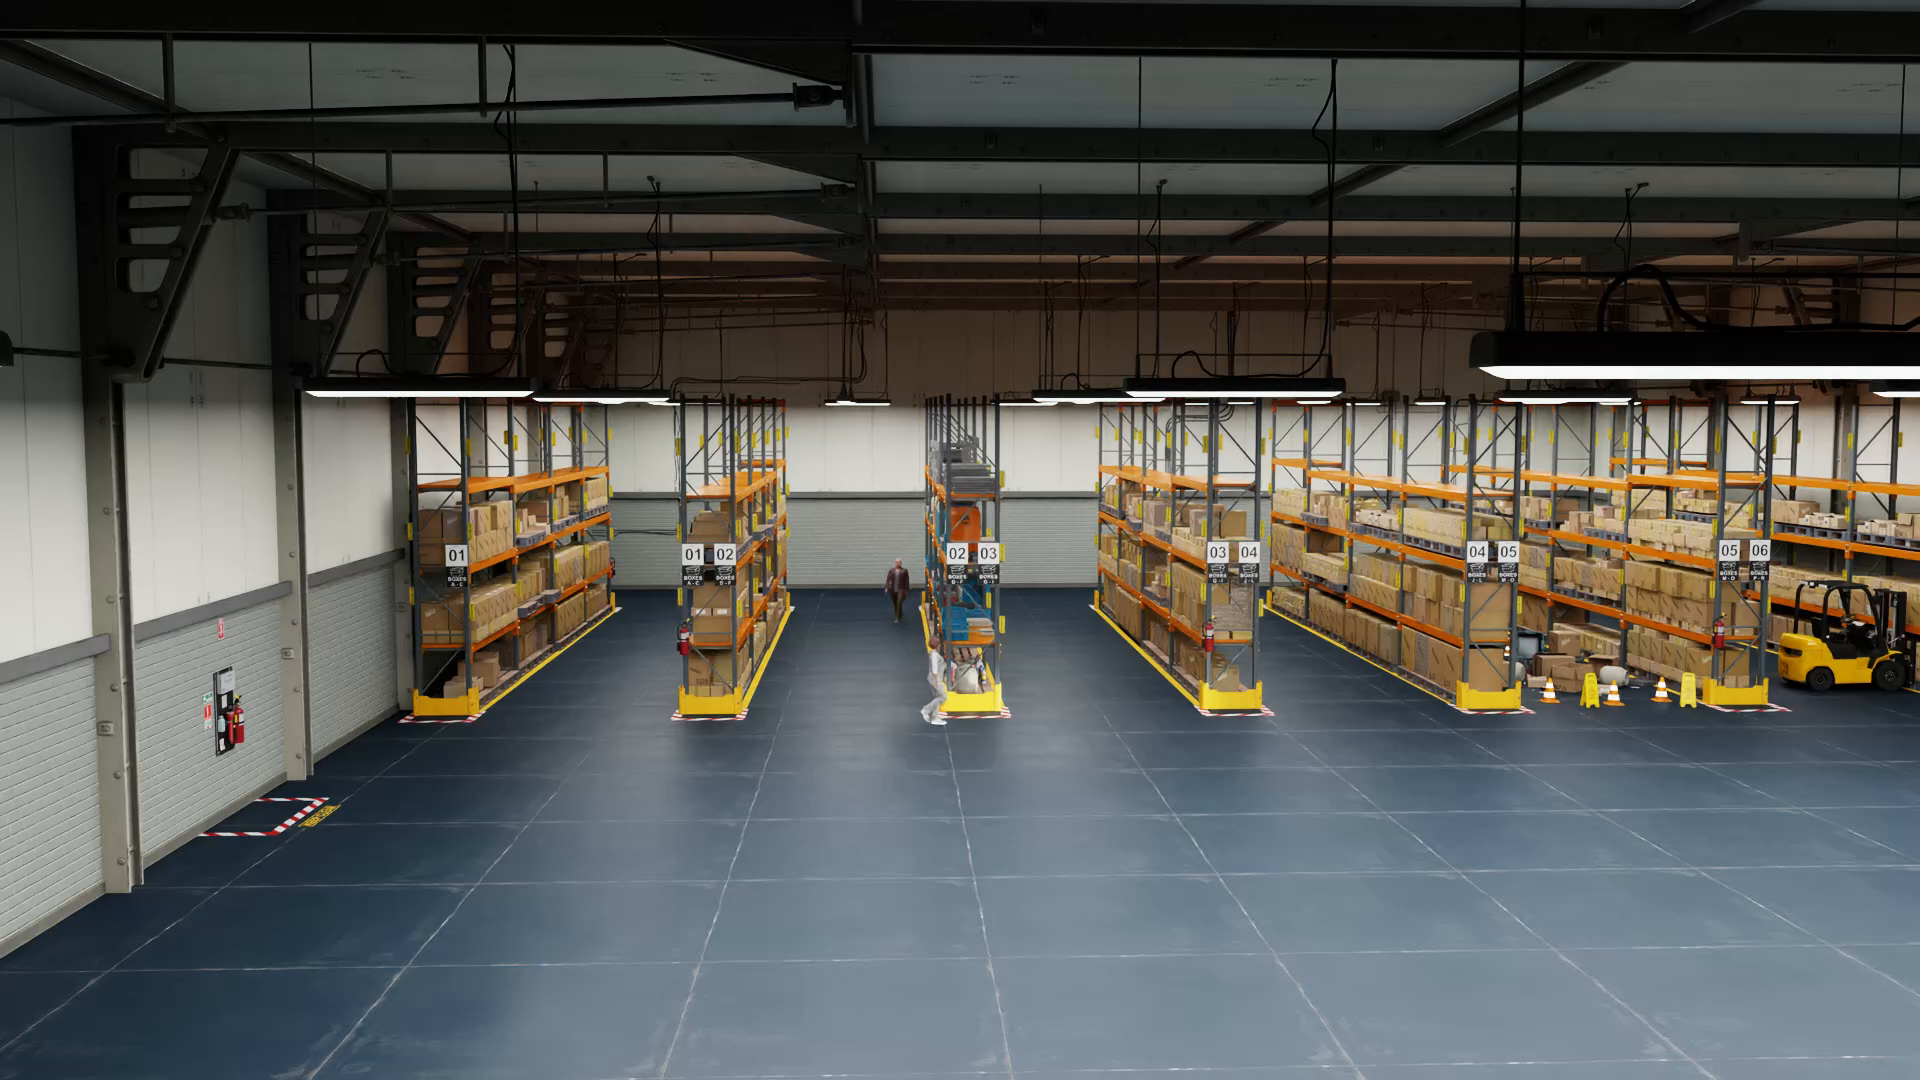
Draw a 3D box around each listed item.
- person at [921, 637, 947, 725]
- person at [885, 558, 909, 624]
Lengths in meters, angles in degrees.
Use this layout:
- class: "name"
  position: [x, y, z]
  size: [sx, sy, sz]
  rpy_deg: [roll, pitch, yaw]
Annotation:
- class: "person"
  position: [-0.485, 2.542, 29.975]
  size: [0.471, 1.596, 0.425]
  rpy_deg: [-1, 5, -8]
- class: "person"
  position: [-1.677, 1.344, 44.246]
  size: [0.576, 1.723, 1.139]
  rpy_deg: [1, 5, 16]
